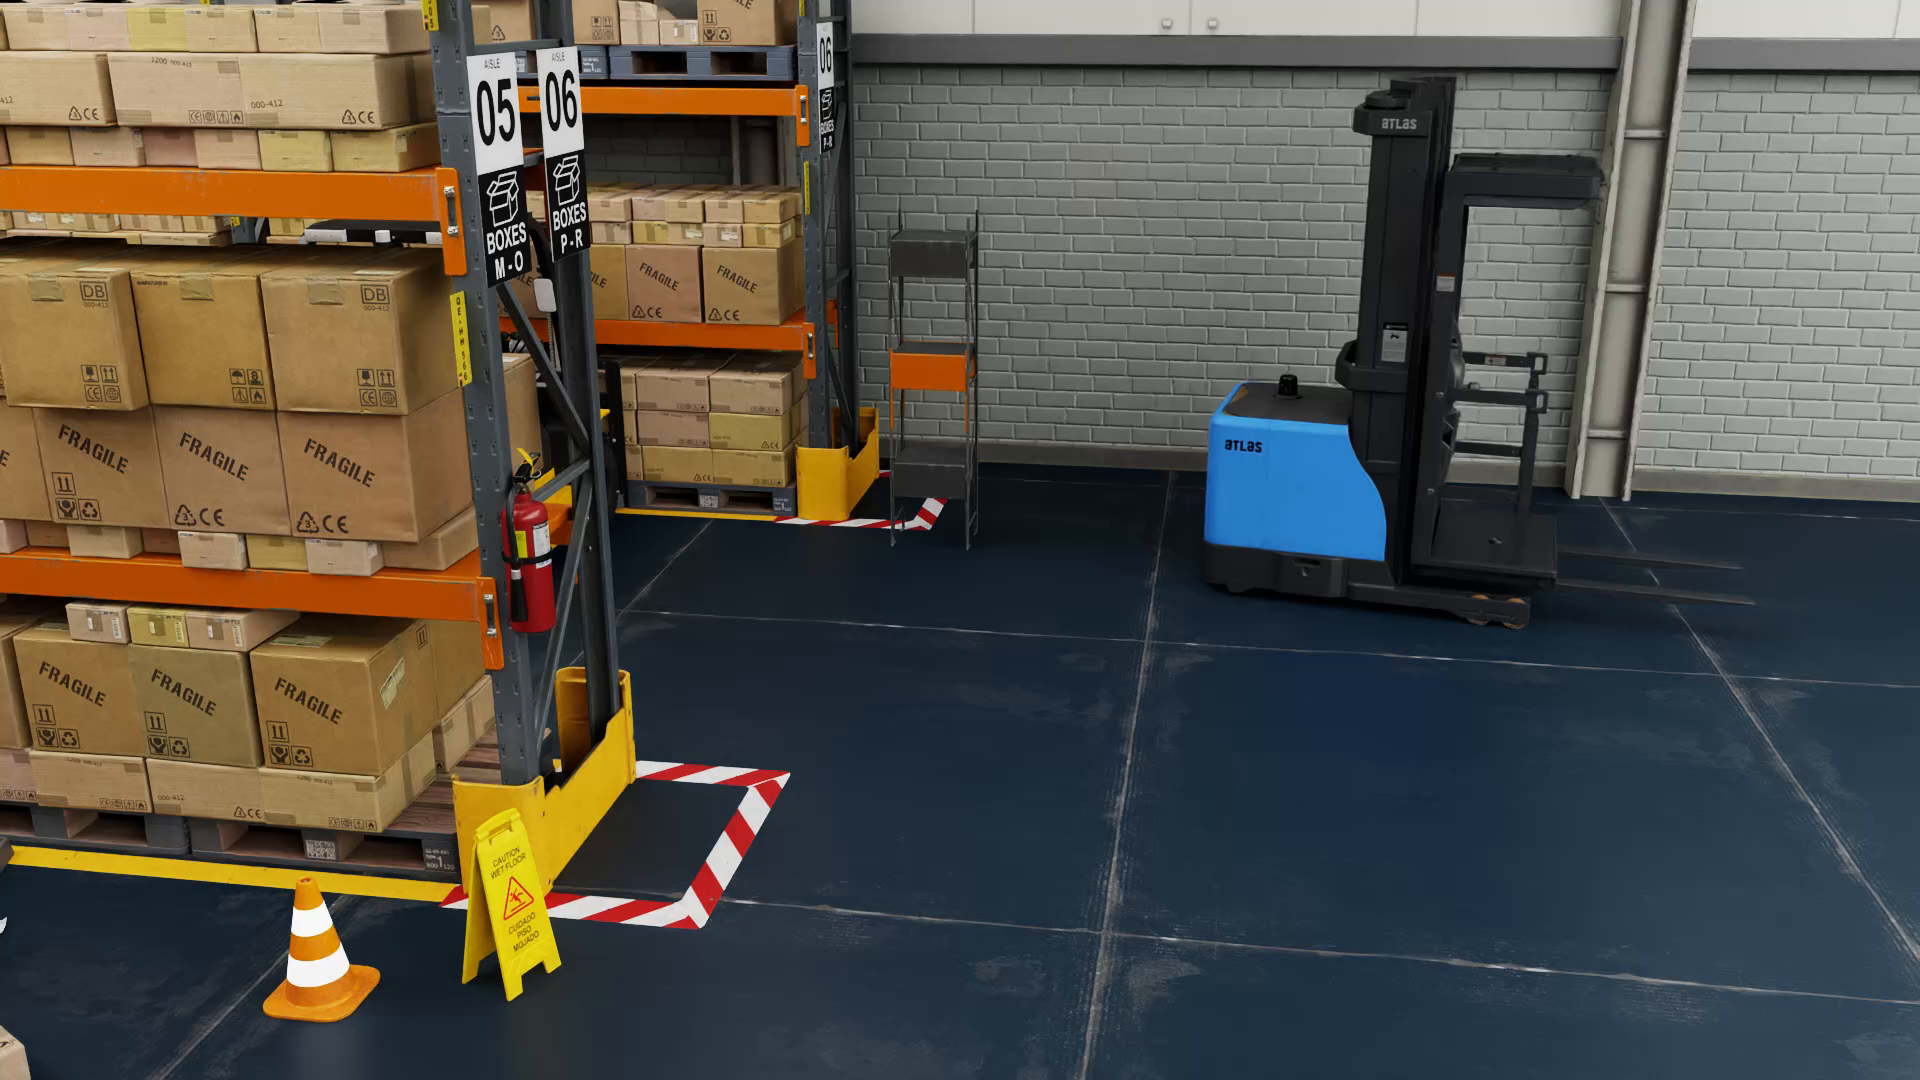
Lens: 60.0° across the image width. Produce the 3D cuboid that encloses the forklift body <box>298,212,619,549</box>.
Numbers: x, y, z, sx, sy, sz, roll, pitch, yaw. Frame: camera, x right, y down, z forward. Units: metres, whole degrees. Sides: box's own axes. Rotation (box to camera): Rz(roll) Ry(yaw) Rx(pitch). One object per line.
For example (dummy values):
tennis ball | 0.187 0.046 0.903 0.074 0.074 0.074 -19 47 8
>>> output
forklift body | -3.031 -0.859 9.981 1.214 2.155 2.313 3 19 9

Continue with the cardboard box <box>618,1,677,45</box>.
cardboard box | -1.986 -3.302 10.610 0.258 0.266 0.396 3 19 9

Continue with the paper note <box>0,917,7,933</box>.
paper note | -3.719 1.485 6.317 0.148 0.019 0.142 -3 19 -10

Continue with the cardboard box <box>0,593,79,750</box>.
cardboard box | -4.020 0.530 6.983 0.500 0.500 0.500 4 19 12

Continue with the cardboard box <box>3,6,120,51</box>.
cardboard box | -3.274 -1.885 6.123 0.250 0.149 0.380 2 19 7

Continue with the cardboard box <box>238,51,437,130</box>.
cardboard box | -2.201 -1.616 5.946 0.500 0.250 0.500 3 19 8

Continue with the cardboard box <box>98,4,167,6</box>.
cardboard box | -3.200 -2.043 6.592 0.250 0.149 0.380 3 19 10

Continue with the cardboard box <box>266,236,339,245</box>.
cardboard box | -4.422 -1.882 11.544 0.500 0.500 0.500 2 19 7

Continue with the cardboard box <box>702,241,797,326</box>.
cardboard box | -1.396 -1.728 11.081 0.500 0.500 0.500 3 19 7

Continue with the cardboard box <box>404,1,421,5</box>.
cardboard box | -3.401 -3.374 10.826 0.258 0.266 0.396 2 19 7

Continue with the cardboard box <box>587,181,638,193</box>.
cardboard box | -2.432 -2.417 11.650 0.250 0.149 0.380 2 19 7

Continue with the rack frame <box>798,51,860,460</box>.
rack frame | -0.869 -1.738 11.269 0.127 3.000 1.000 3 19 9

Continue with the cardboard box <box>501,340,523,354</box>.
cardboard box | -3.302 -1.294 12.038 0.500 0.250 0.500 3 19 9

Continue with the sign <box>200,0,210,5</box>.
sign | -4.895 -3.585 10.753 0.005 0.325 0.100 3 19 9

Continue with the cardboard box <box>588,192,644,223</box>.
cardboard box | -2.276 -2.207 11.024 0.250 0.149 0.380 3 19 10

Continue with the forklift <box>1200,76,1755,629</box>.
forklift | 3.003 -1.083 9.420 3.031 2.935 1.130 6 19 17

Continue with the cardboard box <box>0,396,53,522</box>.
cardboard box | -3.717 -0.396 6.634 0.500 0.500 0.500 3 19 9

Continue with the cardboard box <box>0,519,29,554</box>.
cardboard box | -3.827 -0.077 6.702 0.250 0.149 0.380 3 19 8

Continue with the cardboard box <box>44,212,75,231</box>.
cardboard box | -6.211 -2.282 11.717 0.250 0.149 0.380 2 19 7

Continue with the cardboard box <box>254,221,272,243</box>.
cardboard box | -5.279 -2.211 12.132 0.500 0.250 0.500 3 19 8

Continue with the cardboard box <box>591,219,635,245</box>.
cardboard box | -2.273 -2.073 11.091 0.250 0.149 0.380 2 19 7

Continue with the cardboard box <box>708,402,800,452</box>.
cardboard box | -1.399 -0.797 11.340 0.500 0.250 0.500 3 19 8

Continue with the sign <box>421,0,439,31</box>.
sign | -1.760 -1.852 5.488 0.005 0.325 0.100 3 19 9

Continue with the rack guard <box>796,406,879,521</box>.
rack guard | -0.845 -0.551 11.662 0.348 0.500 1.175 3 19 9

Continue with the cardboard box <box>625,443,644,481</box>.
cardboard box | -2.365 -0.614 11.581 0.500 0.250 0.500 3 19 9

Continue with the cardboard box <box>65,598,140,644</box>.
cardboard box | -3.366 0.276 6.719 0.250 0.149 0.380 4 19 11

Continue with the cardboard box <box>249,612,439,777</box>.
cardboard box | -2.485 0.608 6.748 0.500 0.500 0.500 3 19 9

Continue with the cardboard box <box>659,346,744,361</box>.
cardboard box | -1.807 -1.215 11.801 0.500 0.250 0.500 3 19 9

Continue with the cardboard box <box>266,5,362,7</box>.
cardboard box | -2.459 -1.985 6.421 0.250 0.149 0.380 3 19 9

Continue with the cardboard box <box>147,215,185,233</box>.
cardboard box | -5.449 -2.249 11.617 0.250 0.149 0.380 3 19 8

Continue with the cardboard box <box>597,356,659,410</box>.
cardboard box | -2.378 -1.079 11.395 0.500 0.250 0.500 3 19 9

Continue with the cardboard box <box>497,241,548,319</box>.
cardboard box | -2.911 -1.804 11.310 0.500 0.500 0.500 3 19 9

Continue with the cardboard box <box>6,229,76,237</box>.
cardboard box | -6.357 -2.101 11.803 0.500 0.250 0.500 3 19 10

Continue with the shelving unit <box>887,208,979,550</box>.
shelving unit | -0.163 -1.004 10.495 0.503 2.100 0.431 3 19 9

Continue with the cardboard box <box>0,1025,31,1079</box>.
cardboard box | -3.266 1.736 5.379 0.250 0.149 0.380 14 23 37

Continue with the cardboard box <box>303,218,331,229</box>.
cardboard box | -4.289 -2.183 11.420 0.250 0.149 0.380 3 19 10

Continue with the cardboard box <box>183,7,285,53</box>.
cardboard box | -2.537 -1.821 5.929 0.250 0.149 0.380 3 19 8

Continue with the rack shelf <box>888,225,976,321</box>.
rack shelf | -0.163 -1.655 10.277 0.480 0.518 0.431 3 19 9

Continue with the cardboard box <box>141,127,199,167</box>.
cardboard box | -2.797 -1.476 6.156 0.250 0.149 0.380 3 19 9

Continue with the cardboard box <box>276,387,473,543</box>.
cardboard box | -2.232 -0.312 6.382 0.500 0.500 0.500 3 19 8

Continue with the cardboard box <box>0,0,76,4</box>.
cardboard box | -6.329 -3.564 11.323 0.500 0.311 0.500 2 19 7

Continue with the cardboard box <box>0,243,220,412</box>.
cardboard box | -3.210 -0.824 6.335 0.500 0.500 0.700 3 19 8

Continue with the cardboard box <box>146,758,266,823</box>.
cardboard box | -3.004 0.937 6.946 0.500 0.250 0.500 3 19 9

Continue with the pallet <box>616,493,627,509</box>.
pallet | -2.832 -0.503 11.973 1.213 0.211 1.003 3 19 9

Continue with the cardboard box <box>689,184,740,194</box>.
cardboard box | -1.683 -2.350 11.451 0.250 0.149 0.380 3 19 10

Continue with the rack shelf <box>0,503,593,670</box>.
rack shelf | -3.627 0.058 7.036 4.000 0.370 1.077 3 19 9

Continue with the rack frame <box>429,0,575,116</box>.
rack frame | -1.653 -3.027 5.669 0.127 3.000 1.000 3 19 9

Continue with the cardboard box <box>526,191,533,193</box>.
cardboard box | -3.017 -2.279 11.239 0.250 0.149 0.380 3 19 9

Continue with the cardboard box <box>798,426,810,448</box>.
cardboard box | -1.323 -0.719 11.896 0.500 0.250 0.500 3 19 9

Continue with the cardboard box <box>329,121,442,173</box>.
cardboard box | -2.049 -1.416 5.977 0.250 0.149 0.380 3 19 9

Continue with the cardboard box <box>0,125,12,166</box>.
cardboard box | -3.573 -1.479 6.166 0.250 0.149 0.380 3 19 8

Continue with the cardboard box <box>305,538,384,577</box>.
cardboard box | -2.323 0.007 6.451 0.250 0.149 0.380 3 19 8

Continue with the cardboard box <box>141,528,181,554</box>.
cardboard box | -3.063 -0.073 6.690 0.250 0.149 0.380 3 19 9

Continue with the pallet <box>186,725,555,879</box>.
pallet | -2.524 1.084 7.230 1.213 0.211 1.003 3 19 9

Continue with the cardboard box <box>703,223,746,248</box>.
cardboard box | -1.513 -2.026 10.951 0.250 0.149 0.380 3 19 10

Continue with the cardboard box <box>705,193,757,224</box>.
cardboard box | -1.504 -2.188 10.968 0.250 0.149 0.380 3 19 9

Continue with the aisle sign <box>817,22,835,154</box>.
aisle sign | -0.851 -2.875 10.572 0.004 0.787 0.394 3 19 9
